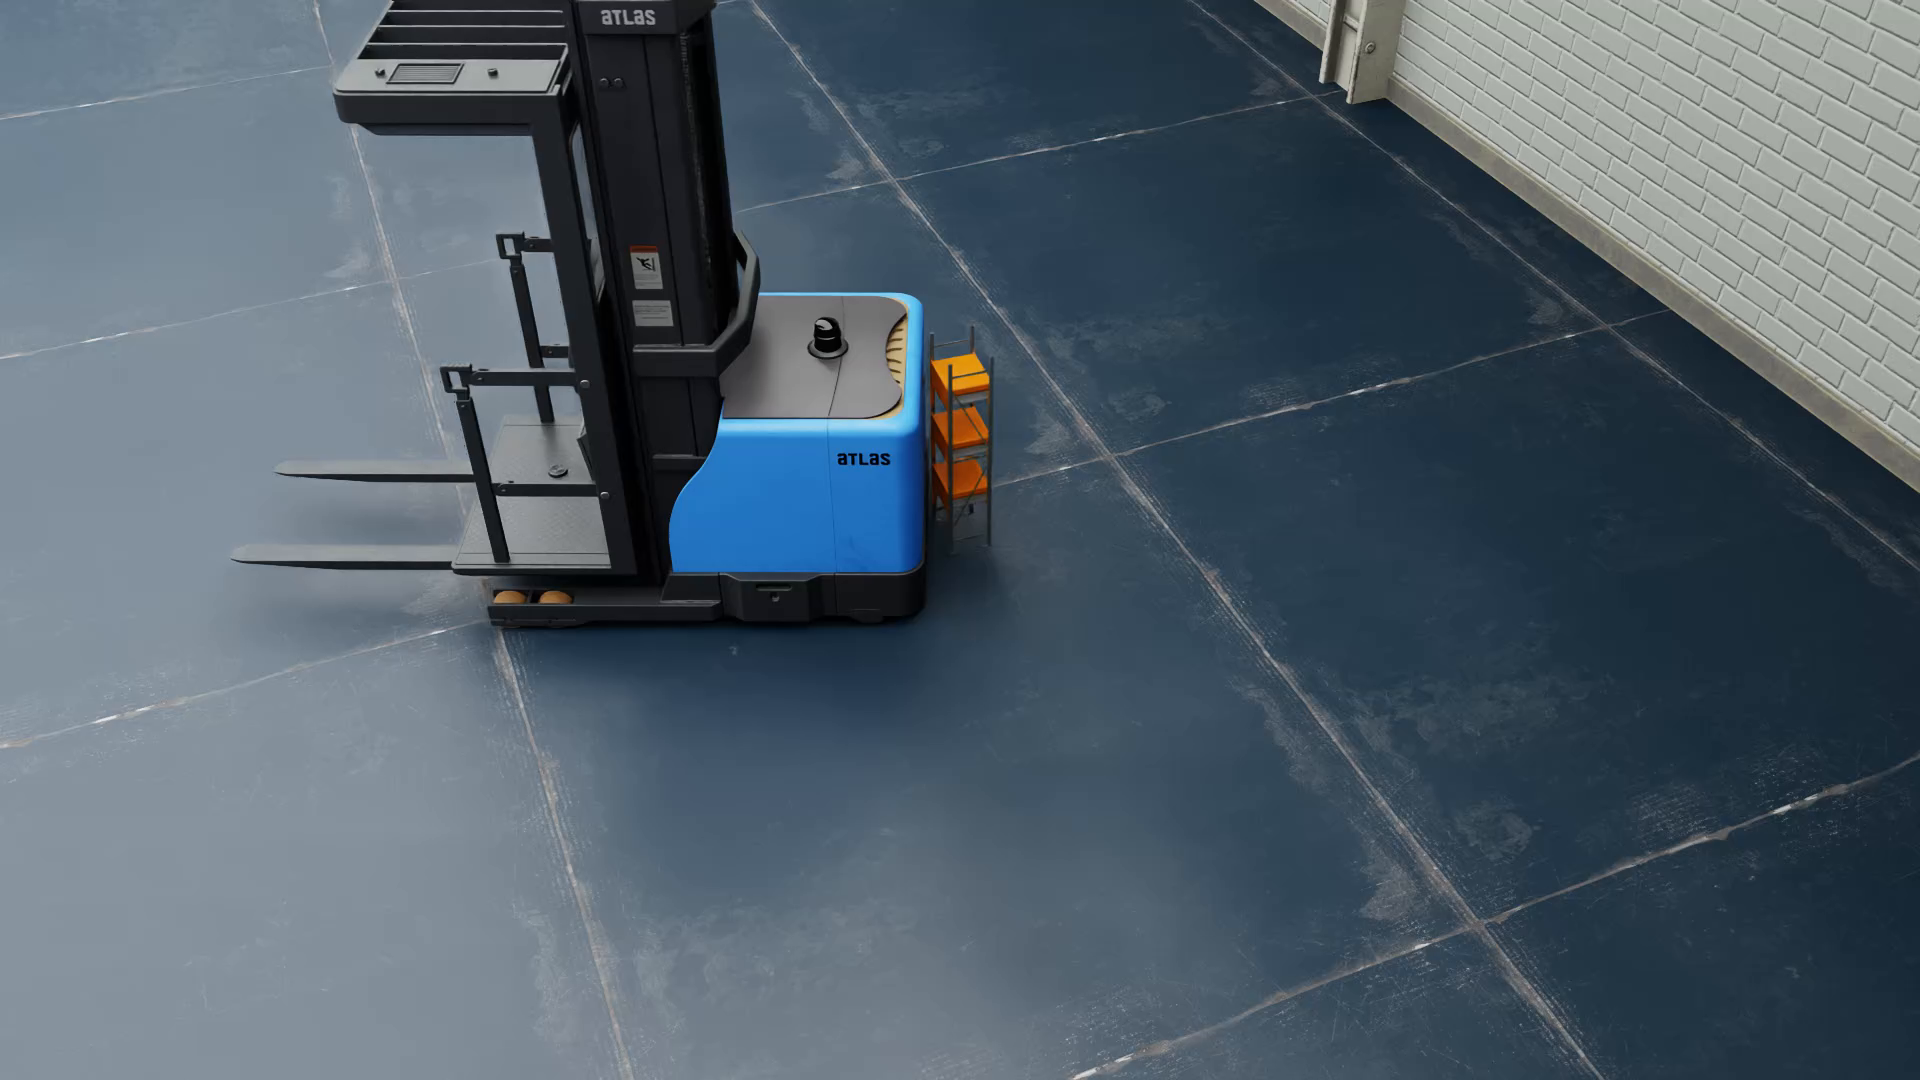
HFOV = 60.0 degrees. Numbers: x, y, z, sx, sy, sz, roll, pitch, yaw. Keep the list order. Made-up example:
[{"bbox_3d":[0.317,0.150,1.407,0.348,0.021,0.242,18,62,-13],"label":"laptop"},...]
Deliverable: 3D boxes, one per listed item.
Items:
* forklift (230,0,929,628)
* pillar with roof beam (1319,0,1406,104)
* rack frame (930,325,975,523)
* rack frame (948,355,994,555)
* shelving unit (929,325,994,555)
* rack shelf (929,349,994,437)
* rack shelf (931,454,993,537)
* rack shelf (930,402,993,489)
[{"bbox_3d":[-1.663,-1.074,6.670,3.031,2.935,1.130,0,41,0],"label":"forklift"},{"bbox_3d":[-1.323,-5.384,7.028,9.100,9.000,0.400,-15,43,-17],"label":"pillar with roof beam"},{"bbox_3d":[-0.033,-0.502,7.447,0.200,1.050,0.008,-12,42,-14],"label":"rack frame"},{"bbox_3d":[0.045,-0.351,7.272,0.200,1.050,0.008,-12,42,-14],"label":"rack frame"},{"bbox_3d":[0.006,-0.427,7.360,0.215,1.050,0.252,-12,42,-14],"label":"shelving unit"},{"bbox_3d":[0.006,-0.634,7.182,0.215,0.259,0.240,-12,42,-14],"label":"rack shelf"},{"bbox_3d":[0.006,-0.208,7.548,0.215,0.259,0.240,-12,42,-14],"label":"rack shelf"},{"bbox_3d":[0.006,-0.419,7.367,0.215,0.259,0.240,-12,42,-14],"label":"rack shelf"}]
